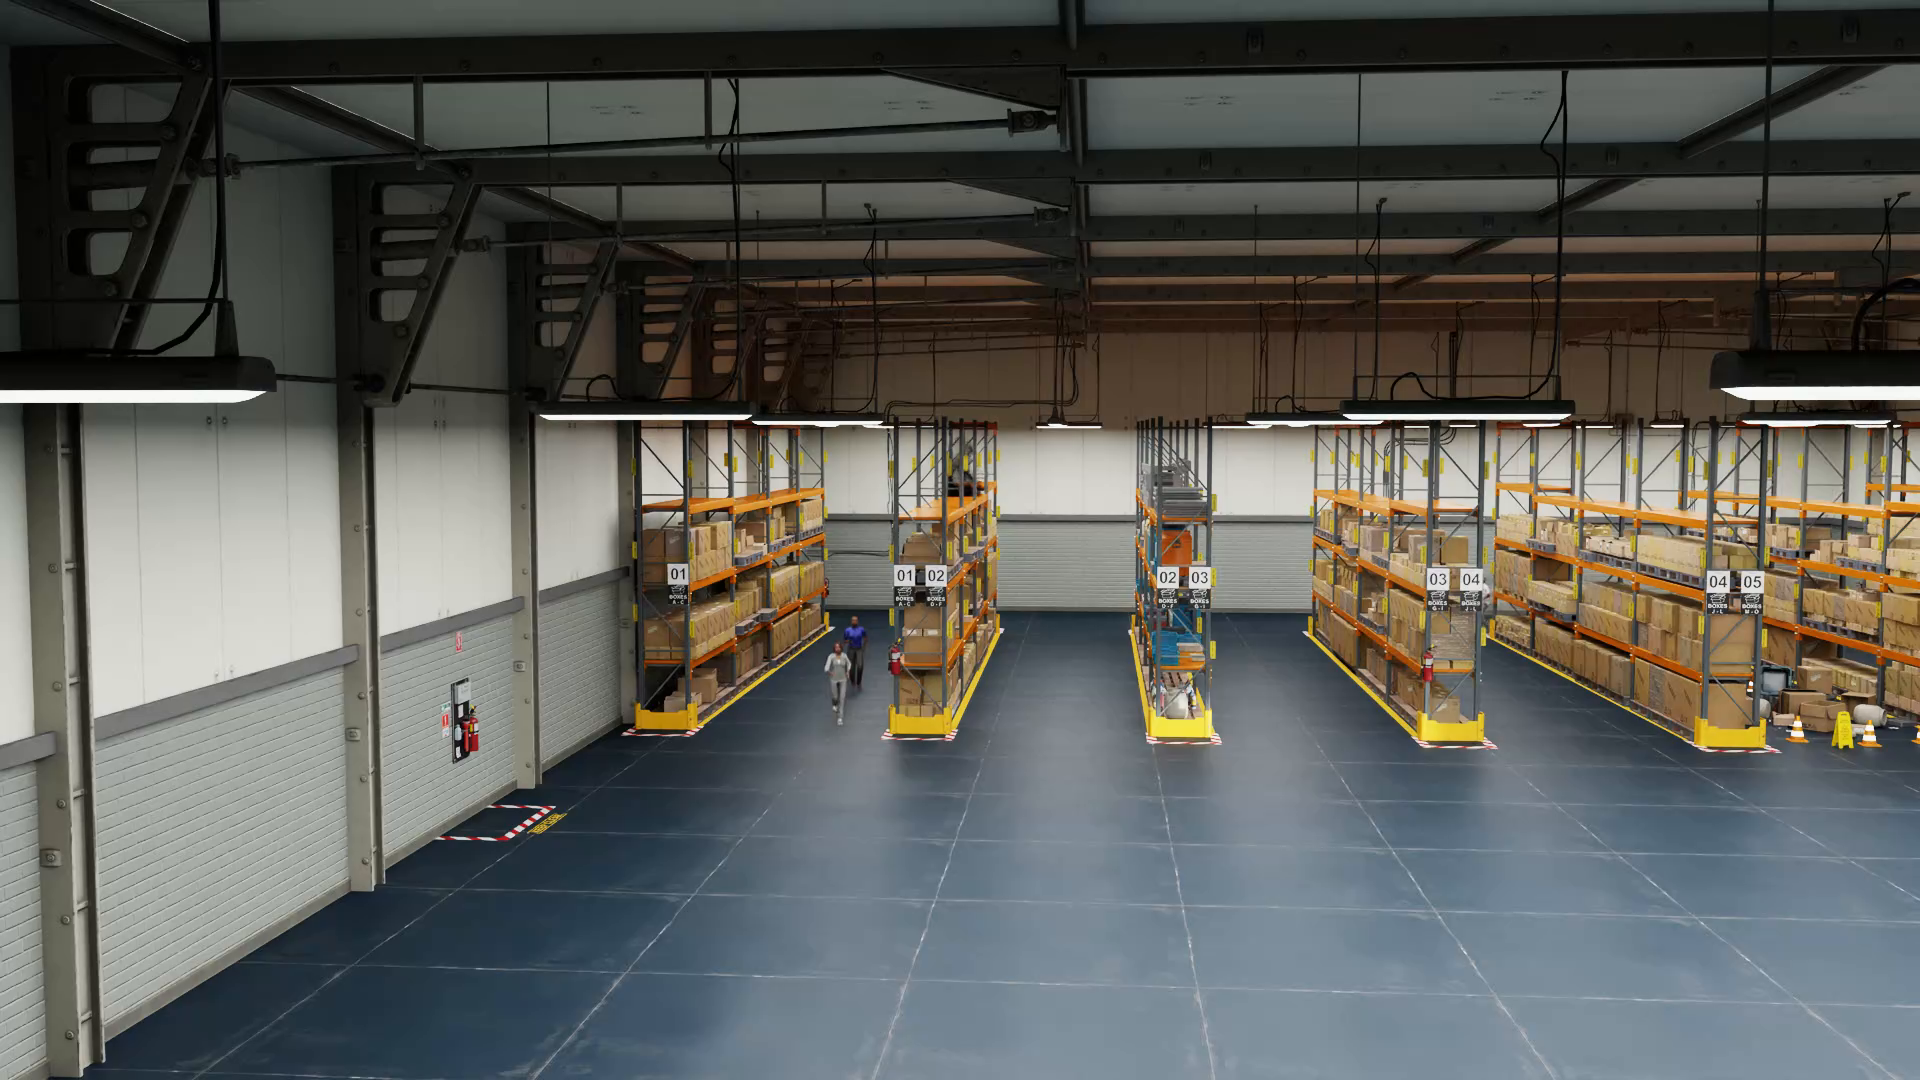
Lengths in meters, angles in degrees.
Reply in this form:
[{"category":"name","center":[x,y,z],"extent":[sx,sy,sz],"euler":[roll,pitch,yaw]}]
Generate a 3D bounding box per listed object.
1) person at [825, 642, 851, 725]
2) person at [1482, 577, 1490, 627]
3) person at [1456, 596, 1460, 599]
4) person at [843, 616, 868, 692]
[{"category":"person","center":[-2.395,2.792,32.714],"extent":[0.538,1.591,0.839],"euler":[-1,4,-9]},{"category":"person","center":[14.846,1.810,47.518],"extent":[0.748,1.616,0.876],"euler":[0,4,-3]},{"category":"person","center":[13.557,1.833,46.572],"extent":[0.555,1.695,0.795],"euler":[-3,5,-37]},{"category":"person","center":[-2.302,2.513,36.678],"extent":[0.558,1.685,0.667],"euler":[0,4,-6]}]
